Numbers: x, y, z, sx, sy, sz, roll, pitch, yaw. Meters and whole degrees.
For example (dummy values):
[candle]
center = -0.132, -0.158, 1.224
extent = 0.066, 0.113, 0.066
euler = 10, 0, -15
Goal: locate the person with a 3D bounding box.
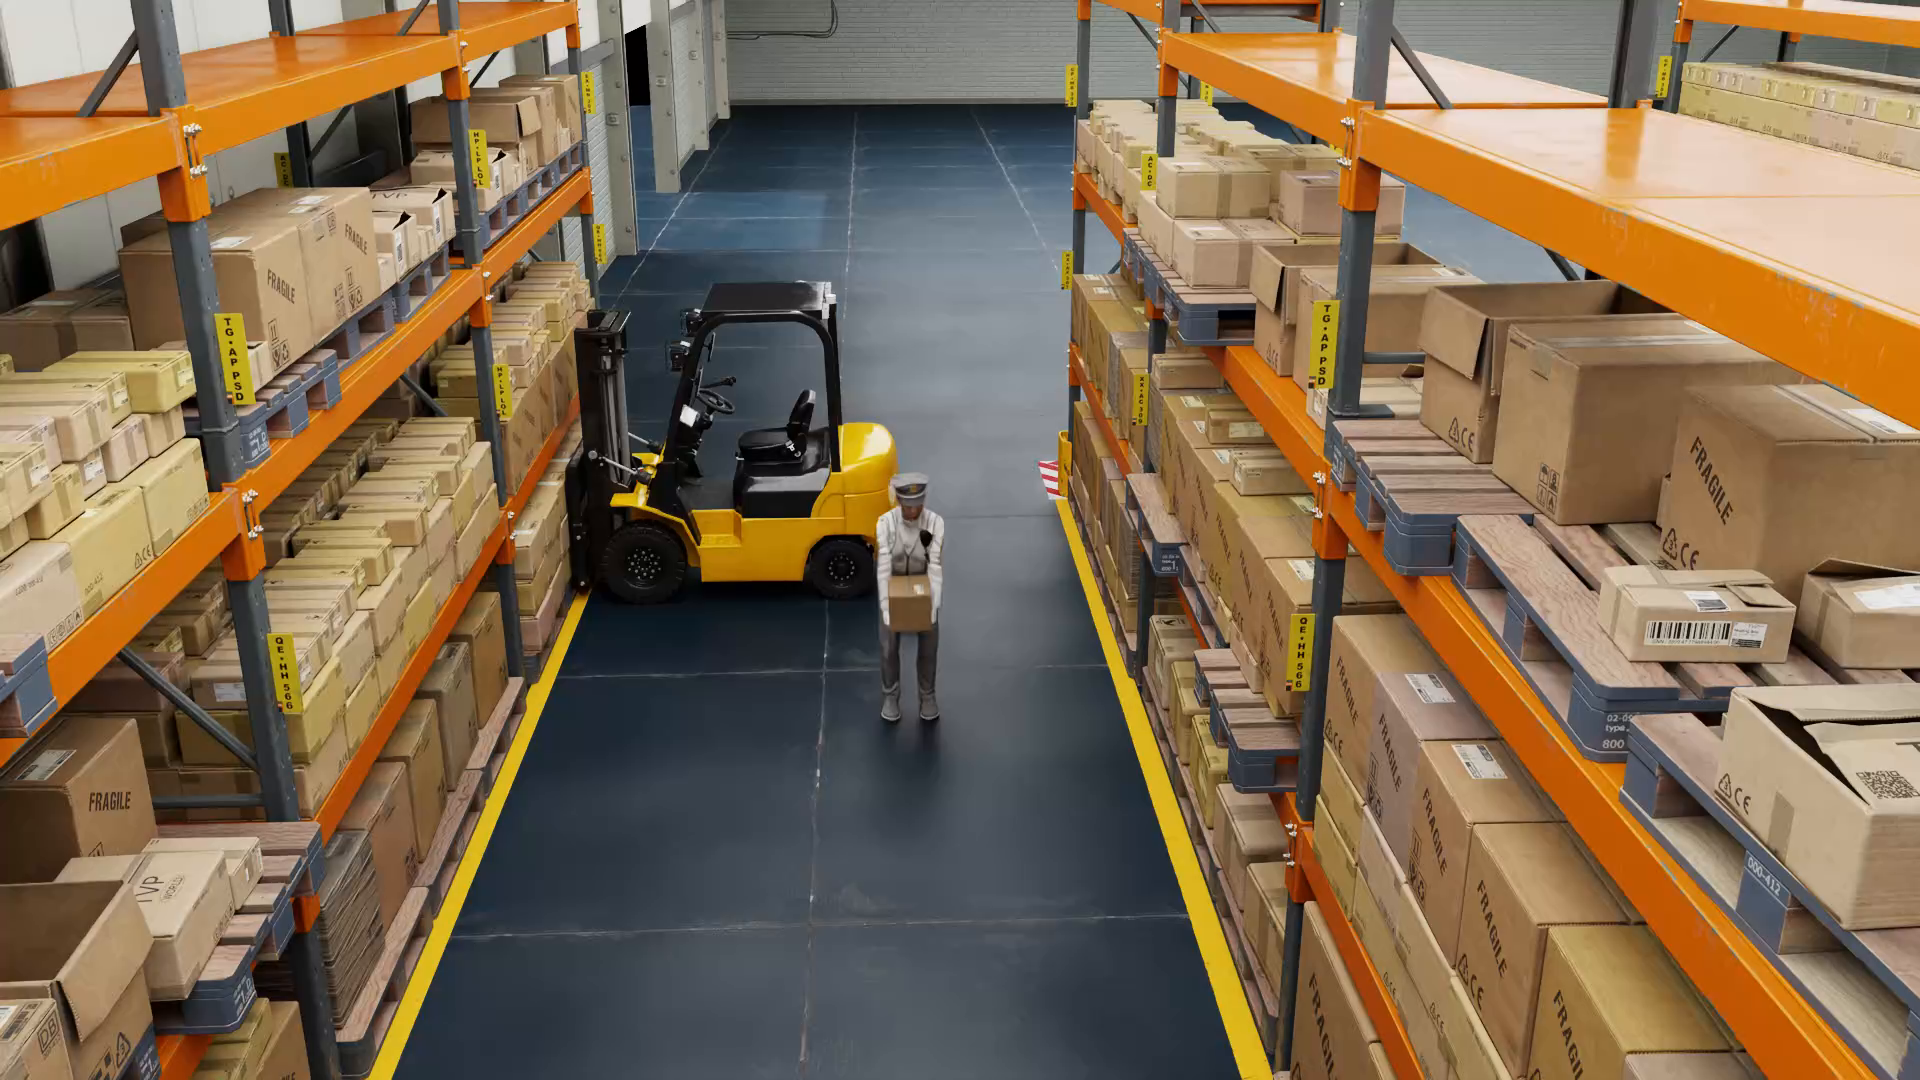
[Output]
[person]
center = -0.296, 0.300, 10.274
extent = 0.542, 1.662, 0.375
euler = -2, 21, -6
